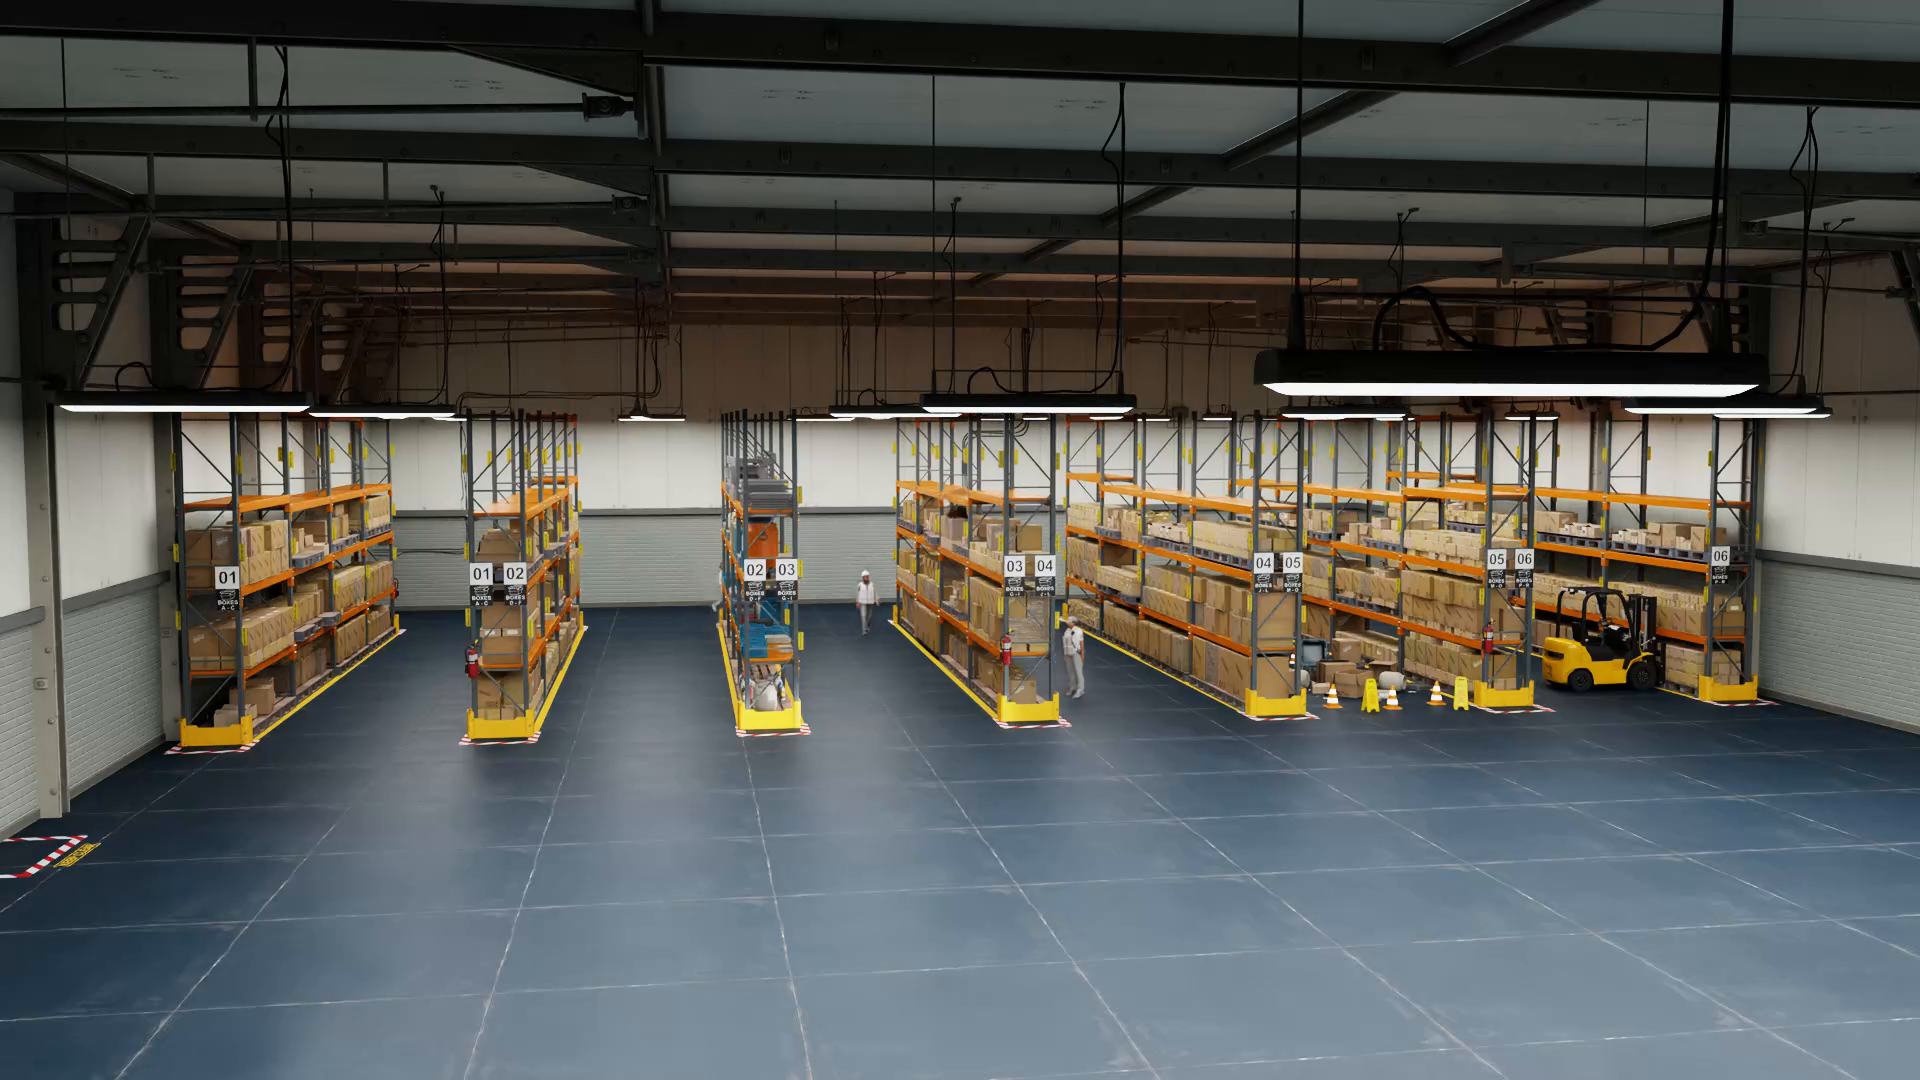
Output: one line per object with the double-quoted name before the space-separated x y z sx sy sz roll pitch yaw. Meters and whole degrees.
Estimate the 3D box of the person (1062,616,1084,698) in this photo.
"person" 2.386 2.446 35.086 0.454 1.676 0.591 -4 5 -42

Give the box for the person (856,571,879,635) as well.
"person" -2.526 1.703 45.170 0.598 1.724 1.045 -1 4 -11

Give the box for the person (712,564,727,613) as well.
"person" -7.096 1.458 49.746 0.538 1.569 0.417 1 4 8
